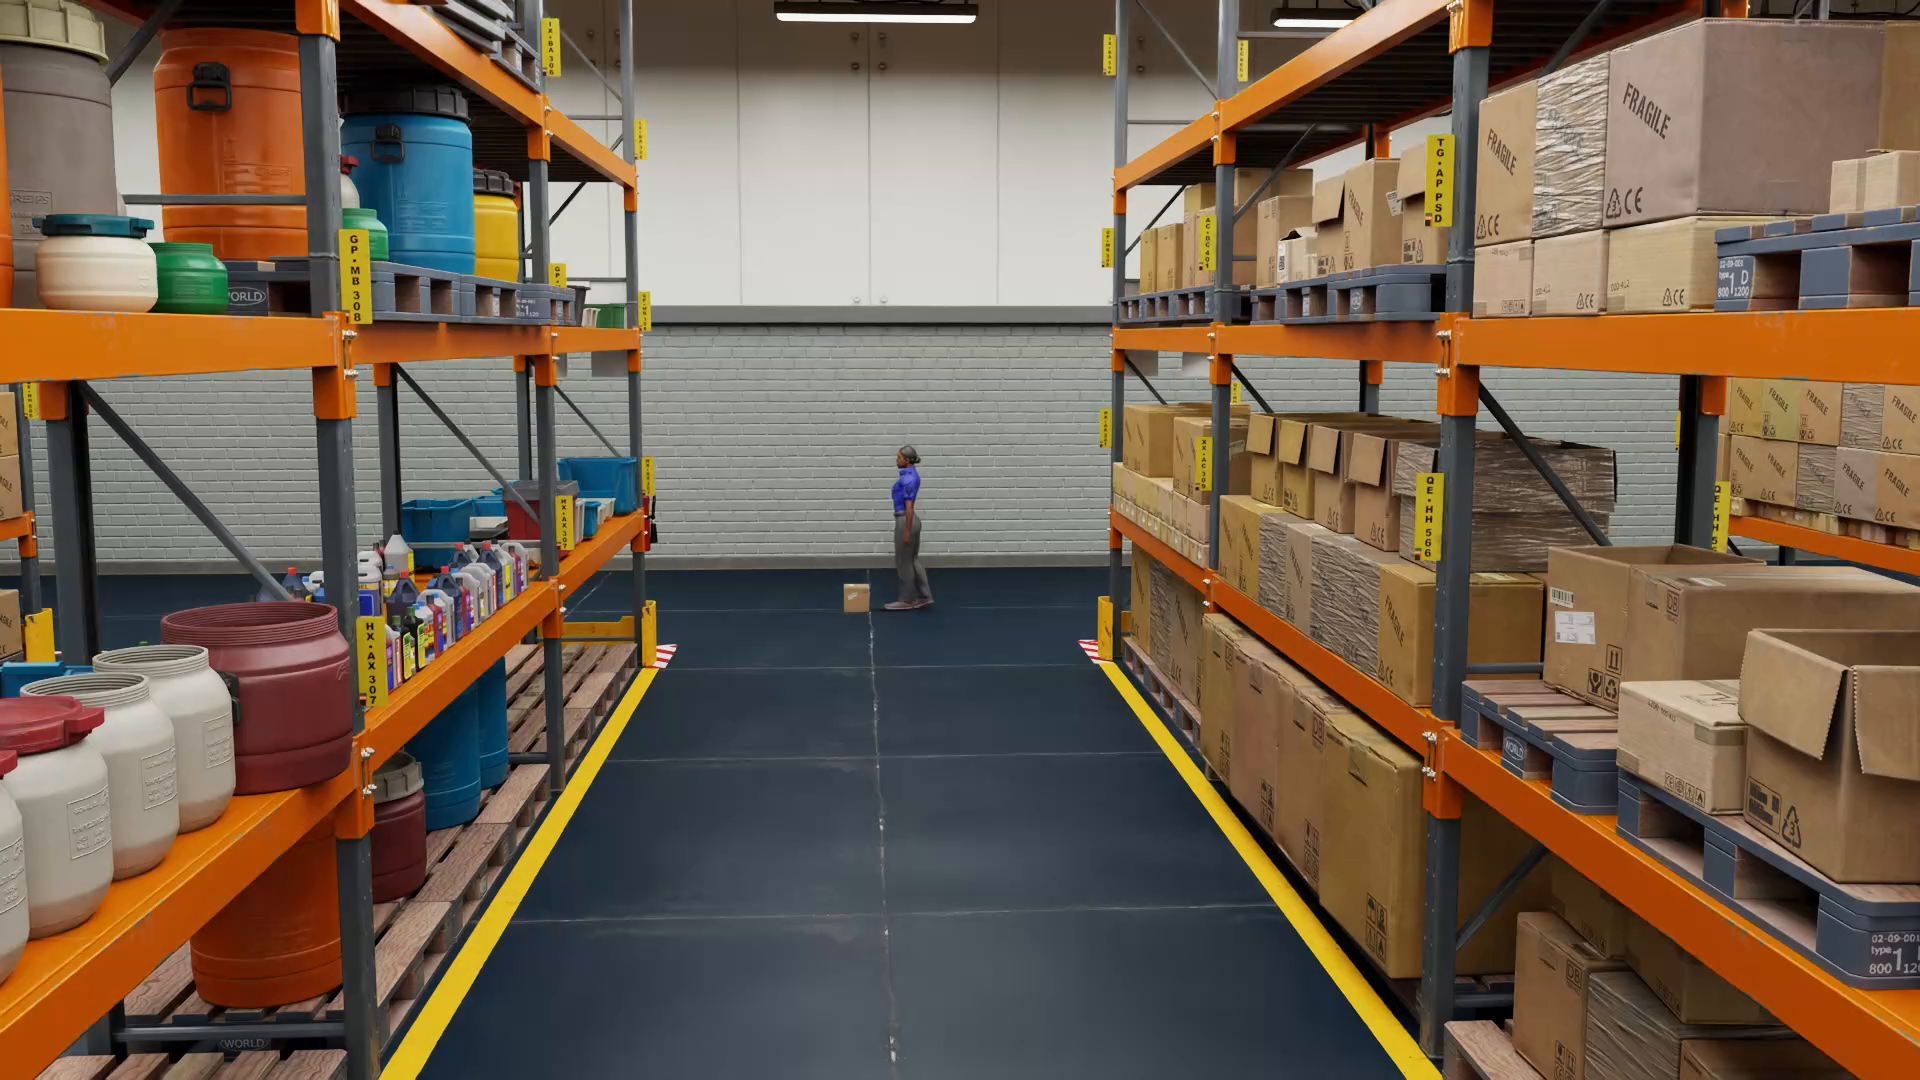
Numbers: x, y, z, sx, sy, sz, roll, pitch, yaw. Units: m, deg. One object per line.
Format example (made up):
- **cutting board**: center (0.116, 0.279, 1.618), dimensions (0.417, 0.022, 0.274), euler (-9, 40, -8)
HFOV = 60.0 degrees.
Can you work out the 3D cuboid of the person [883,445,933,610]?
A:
- **person**: center (-0.518, -0.122, 16.719), dimensions (0.490, 1.666, 0.474), euler (1, 7, 5)
